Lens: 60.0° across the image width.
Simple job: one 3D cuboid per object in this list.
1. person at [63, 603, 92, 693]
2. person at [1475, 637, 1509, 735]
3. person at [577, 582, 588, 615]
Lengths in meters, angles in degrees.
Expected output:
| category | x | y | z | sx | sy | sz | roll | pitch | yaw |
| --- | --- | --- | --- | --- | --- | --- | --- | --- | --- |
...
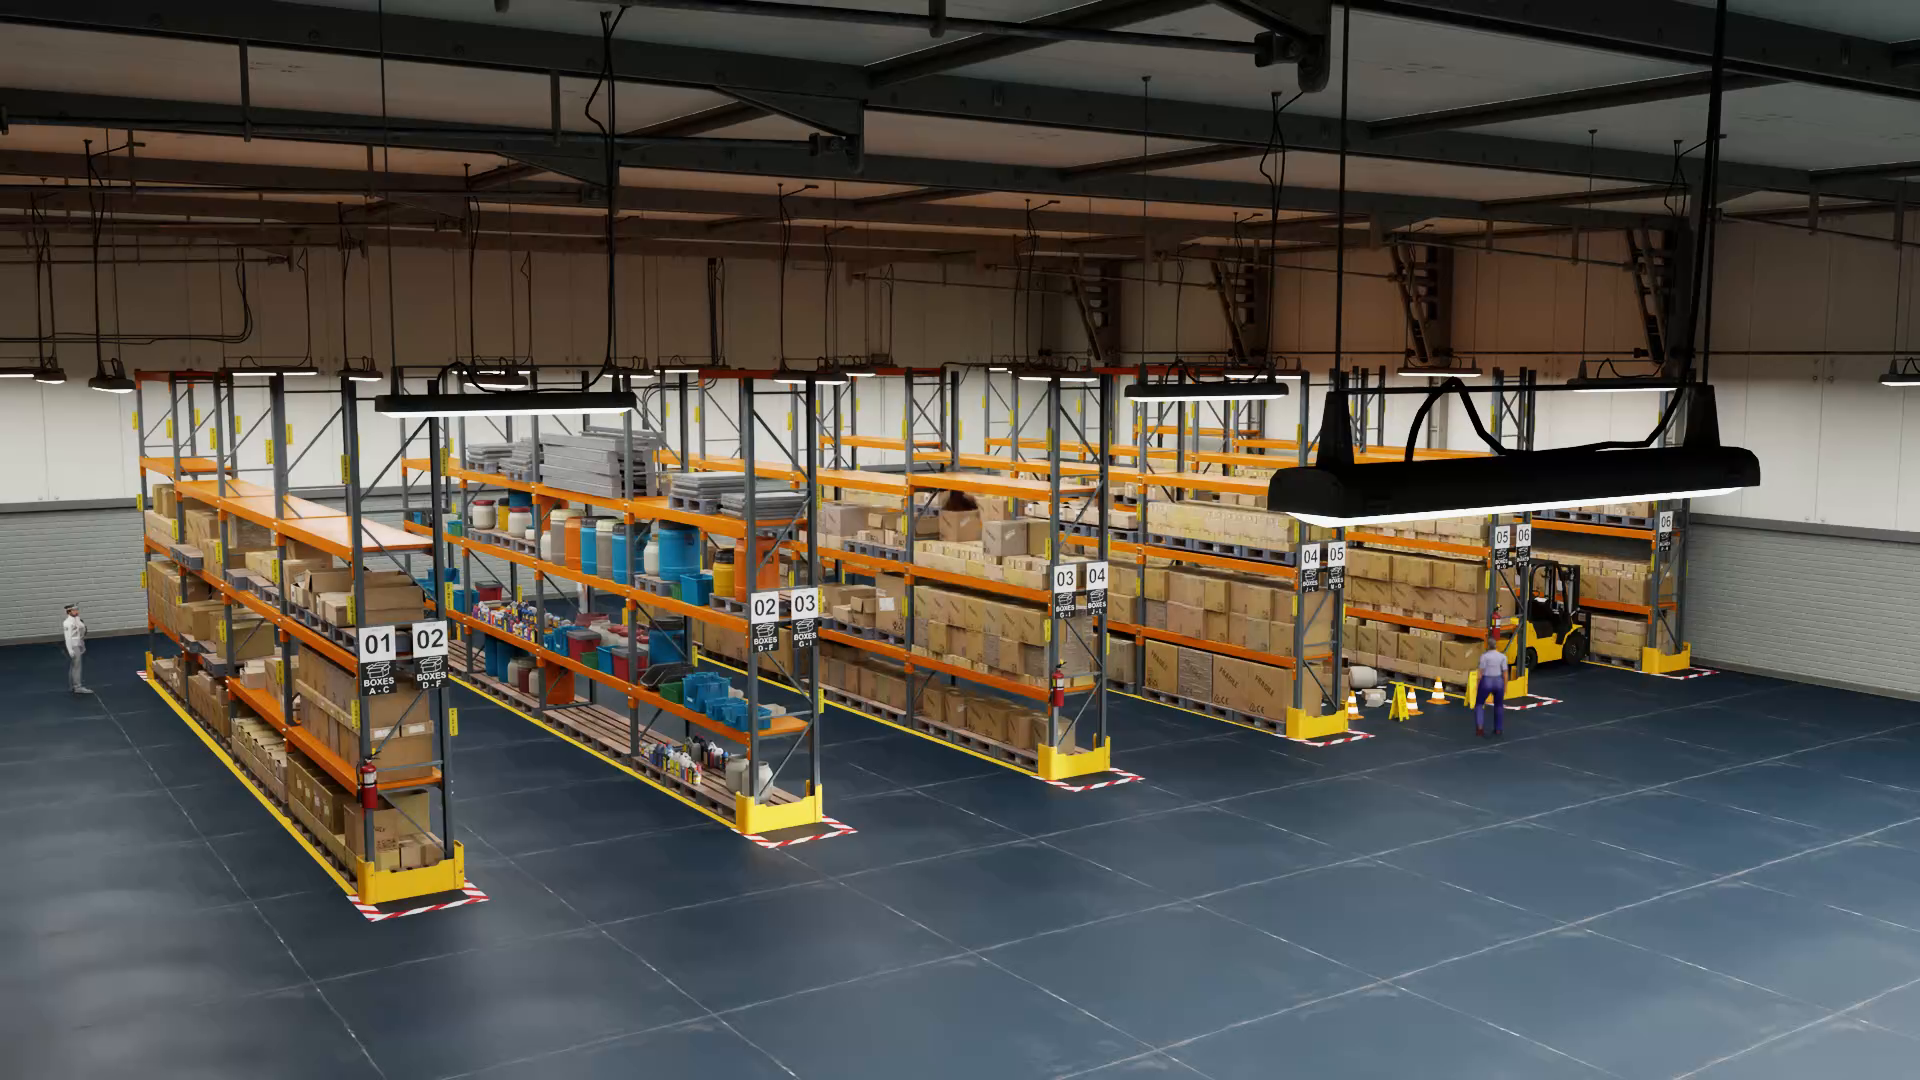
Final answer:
| category | x | y | z | sx | sy | sz | roll | pitch | yaw |
| --- | --- | --- | --- | --- | --- | --- | --- | --- | --- |
| person | -16.474 | 1.999 | 31.053 | 0.415 | 1.696 | 0.504 | -2 | 7 | -20 |
| person | 8.809 | 2.424 | 27.550 | 0.510 | 1.663 | 0.518 | 1 | 6 | 6 |
| person | -8.550 | 1.173 | 38.012 | 0.398 | 1.783 | 0.585 | -2 | 7 | -19 |
